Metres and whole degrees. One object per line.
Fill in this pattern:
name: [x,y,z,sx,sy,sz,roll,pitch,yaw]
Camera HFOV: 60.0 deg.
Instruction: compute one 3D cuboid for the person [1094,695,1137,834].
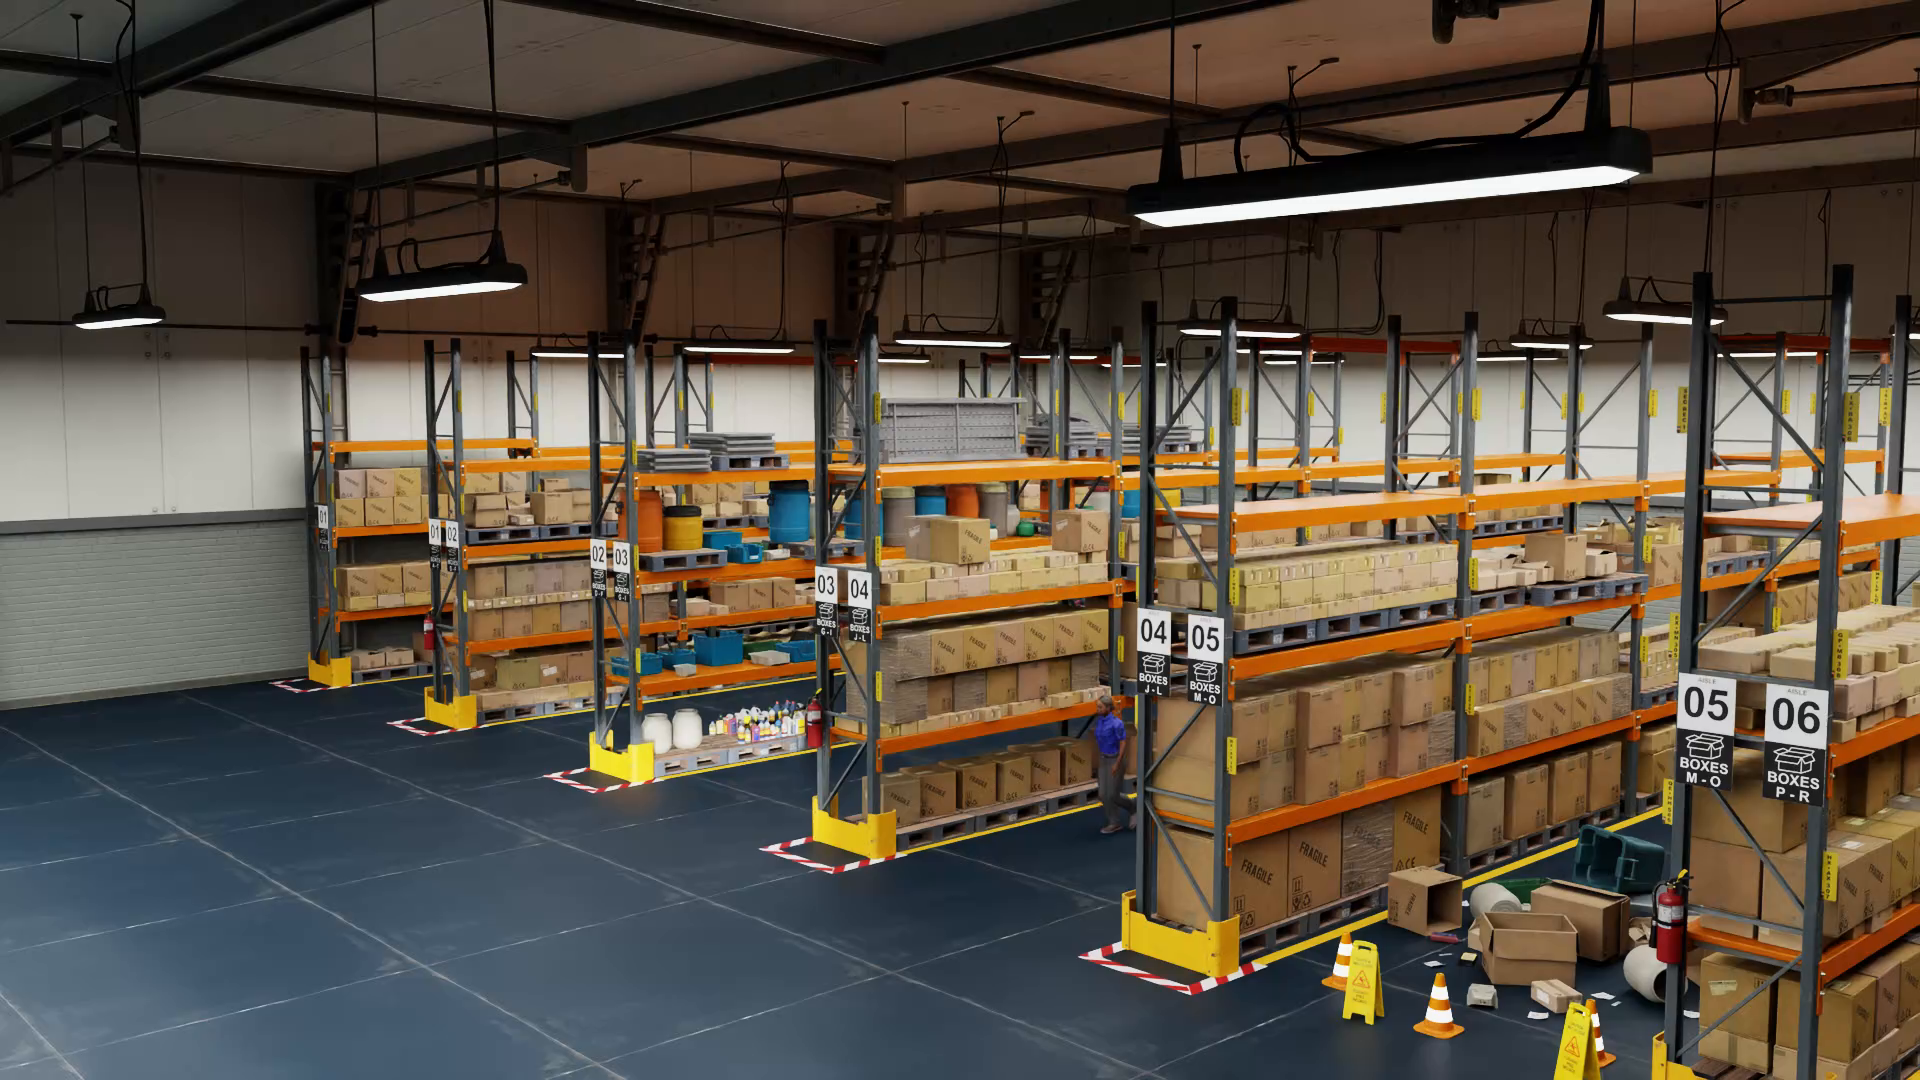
person: [1.868,2.632,19.638,0.578,1.636,0.507,-3,6,-29]
